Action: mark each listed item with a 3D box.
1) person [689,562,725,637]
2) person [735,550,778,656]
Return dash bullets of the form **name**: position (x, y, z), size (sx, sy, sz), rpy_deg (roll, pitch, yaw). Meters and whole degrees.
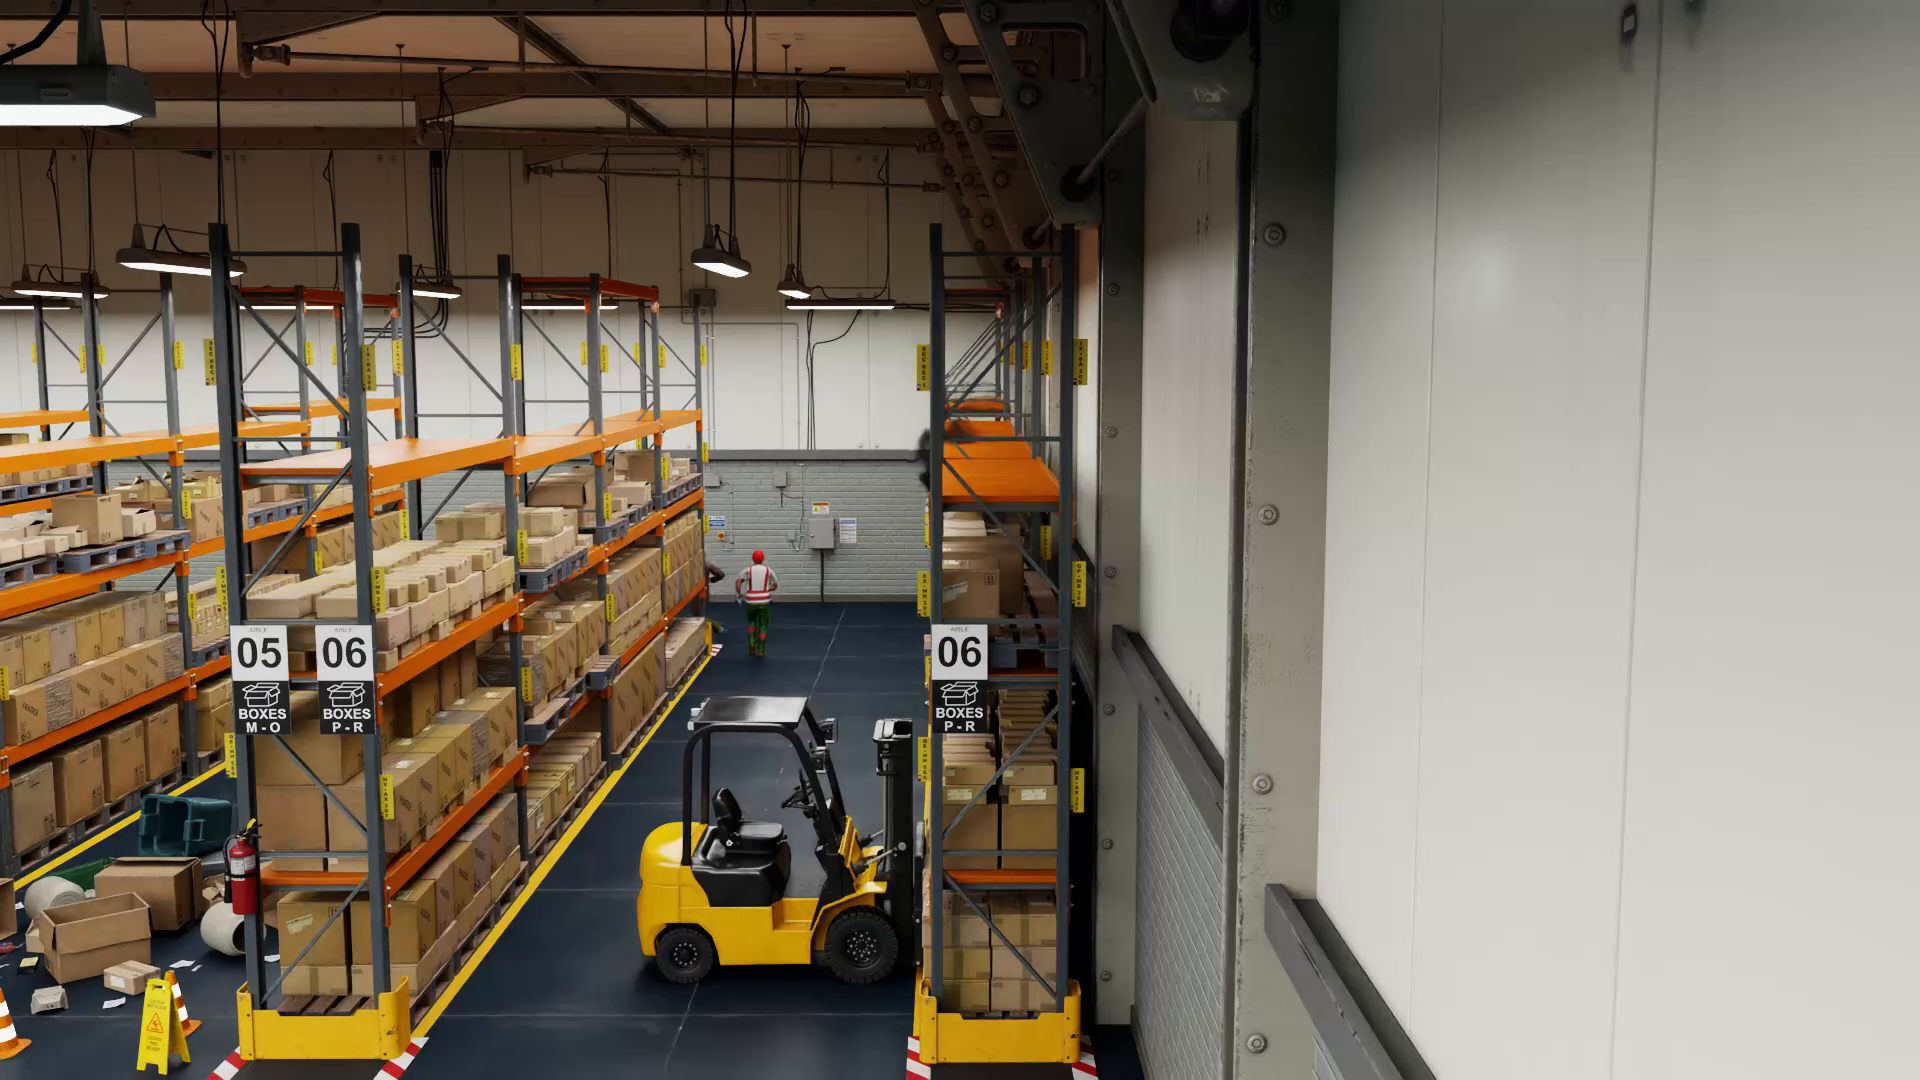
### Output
- **person**: position (-4.617, 0.938, 29.316), size (1.103, 1.619, 0.761), rpy_deg (5, 8, 38)
- **person**: position (-3.383, 1.058, 27.720), size (0.693, 1.806, 0.693), rpy_deg (-1, 7, -5)
